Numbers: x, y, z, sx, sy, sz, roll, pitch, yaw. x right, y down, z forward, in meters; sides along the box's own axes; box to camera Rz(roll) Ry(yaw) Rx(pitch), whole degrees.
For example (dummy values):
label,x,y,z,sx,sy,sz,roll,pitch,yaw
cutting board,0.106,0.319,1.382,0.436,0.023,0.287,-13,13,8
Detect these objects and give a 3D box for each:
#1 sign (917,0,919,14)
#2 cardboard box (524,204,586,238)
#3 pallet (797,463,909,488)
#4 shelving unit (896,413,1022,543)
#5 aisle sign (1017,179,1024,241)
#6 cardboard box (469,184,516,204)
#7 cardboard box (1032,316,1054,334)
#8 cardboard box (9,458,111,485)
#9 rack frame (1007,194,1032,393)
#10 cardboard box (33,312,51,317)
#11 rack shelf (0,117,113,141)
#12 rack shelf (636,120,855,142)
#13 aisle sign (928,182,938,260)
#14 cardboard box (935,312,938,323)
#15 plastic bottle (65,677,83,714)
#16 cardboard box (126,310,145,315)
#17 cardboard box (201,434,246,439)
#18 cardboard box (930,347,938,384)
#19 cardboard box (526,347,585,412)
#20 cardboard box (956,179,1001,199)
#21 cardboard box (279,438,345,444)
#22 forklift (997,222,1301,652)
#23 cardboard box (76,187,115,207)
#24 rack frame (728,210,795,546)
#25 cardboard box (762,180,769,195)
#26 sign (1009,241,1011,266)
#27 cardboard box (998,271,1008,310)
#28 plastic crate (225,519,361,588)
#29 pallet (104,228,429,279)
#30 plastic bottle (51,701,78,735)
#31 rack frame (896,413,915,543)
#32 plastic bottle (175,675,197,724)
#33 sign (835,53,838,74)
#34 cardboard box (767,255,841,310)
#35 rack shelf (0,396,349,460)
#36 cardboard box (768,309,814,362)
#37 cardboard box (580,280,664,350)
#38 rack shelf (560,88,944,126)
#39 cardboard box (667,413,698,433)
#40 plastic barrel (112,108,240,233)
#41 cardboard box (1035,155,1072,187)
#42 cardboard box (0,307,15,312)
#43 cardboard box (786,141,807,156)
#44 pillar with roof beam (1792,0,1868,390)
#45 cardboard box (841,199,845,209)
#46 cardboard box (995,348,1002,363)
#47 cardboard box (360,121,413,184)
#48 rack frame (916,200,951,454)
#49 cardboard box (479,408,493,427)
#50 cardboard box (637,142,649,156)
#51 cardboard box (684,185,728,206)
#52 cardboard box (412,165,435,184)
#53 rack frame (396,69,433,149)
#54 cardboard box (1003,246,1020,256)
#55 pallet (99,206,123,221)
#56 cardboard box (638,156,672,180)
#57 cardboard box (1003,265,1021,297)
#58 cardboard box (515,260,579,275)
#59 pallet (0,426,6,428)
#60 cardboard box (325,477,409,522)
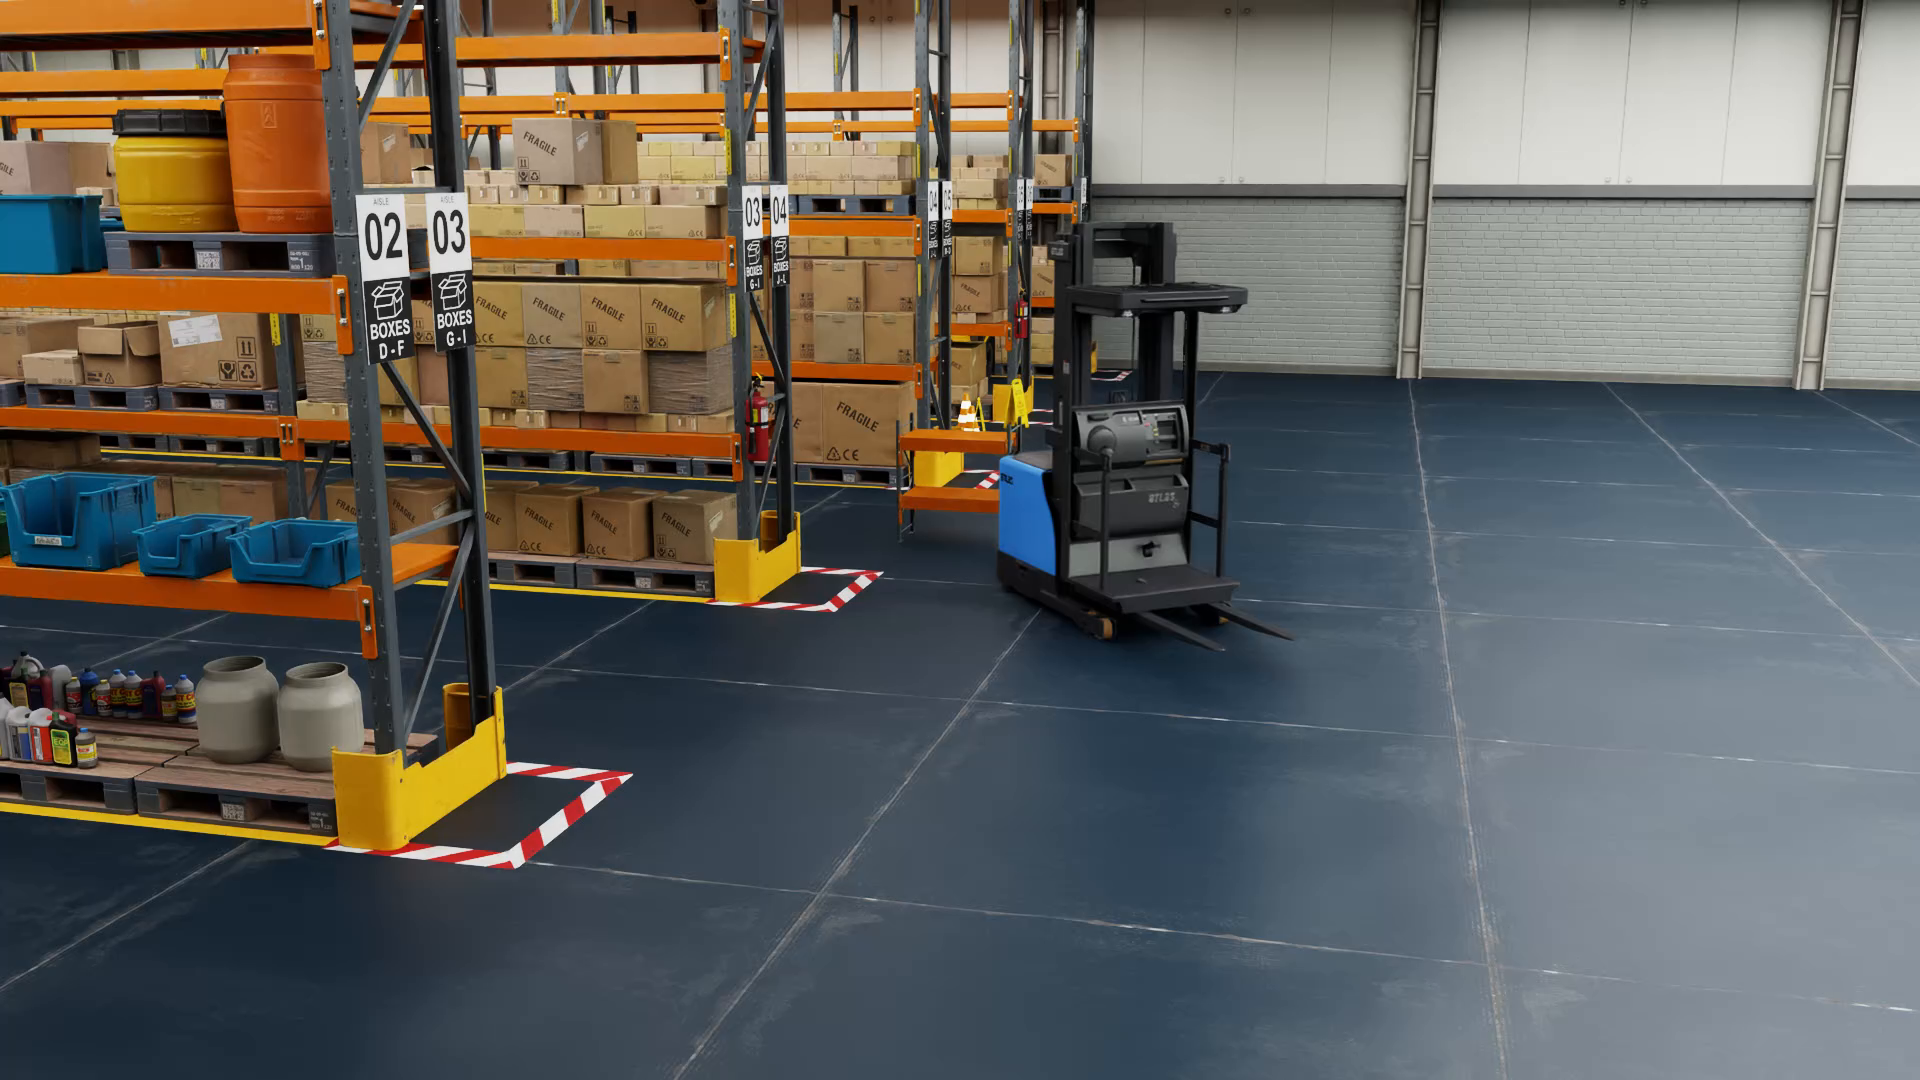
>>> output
label,x,y,z,sx,sy,sz,roll,pitch,yaw
sign,-0.420,-5.441,16.657,0.005,0.325,0.100,3,13,14
cardboard box,-3.073,-2.509,13.055,0.500,0.250,0.500,3,13,15
pallet,-1.072,-0.794,18.342,1.213,0.211,1.003,3,13,14
shelving unit,-0.007,-0.549,15.130,1.048,1.125,0.538,3,13,14
aisle sign,0.802,-4.382,22.072,0.004,0.787,0.394,3,13,14
cardboard box,-3.672,-2.738,13.168,0.250,0.149,0.380,3,13,15
cardboard box,1.475,-3.530,27.304,0.500,0.250,0.500,4,13,15
cardboard box,-8.133,-0.446,15.088,0.500,0.500,0.700,2,13,9
rack frame,0.811,-3.177,22.643,0.127,3.000,1.000,3,13,14
cardboard box,-10.899,-2.678,20.006,0.250,0.149,0.380,3,13,14
rack shelf,-12.781,-6.285,25.389,4.000,0.370,1.077,3,13,14
rack shelf,-3.828,-6.914,28.223,4.000,0.370,1.077,3,13,14
aisle sign,-0.280,-3.333,17.345,0.004,0.787,0.394,3,13,14
cardboard box,-0.376,-3.043,22.620,0.250,0.149,0.380,3,13,15
plastic bottle,-5.161,0.902,9.705,0.097,0.201,0.097,0,13,0
cardboard box,-9.632,-2.756,19.671,0.250,0.149,0.380,3,13,13
cardboard box,-8.745,-1.509,19.930,0.500,0.500,0.500,3,13,13
cardboard box,-0.536,-2.418,22.873,0.500,0.500,0.500,4,13,16
cardboard box,-3.080,-1.357,13.522,0.500,0.500,0.875,3,13,14
cardboard box,0.250,-4.683,22.166,0.500,0.250,0.500,3,13,13
cardboard box,-7.474,-1.602,19.769,0.750,0.750,1.050,3,13,13
forklift,1.371,-0.813,12.149,1.130,2.935,3.031,-6,14,-24
cardboard box,-7.291,-2.932,14.184,0.250,0.166,0.380,3,13,12
rack frame,-1.563,-1.093,13.250,0.127,3.000,1.000,3,13,14
cardboard box,-1.914,-3.738,17.627,0.250,0.149,0.380,3,13,14
sign,0.659,-3.780,21.961,0.005,0.325,0.100,3,13,14
cardboard box,0.418,-3.454,22.973,0.500,0.500,0.500,3,13,13
plastic crate,-3.307,0.058,8.405,0.616,0.251,0.499,3,13,14
pallet,-3.529,-1.487,8.537,1.213,0.211,1.003,3,13,14
plastic bottle,-4.851,1.016,9.002,0.133,0.283,0.061,3,13,14
rack frame,-0.500,-0.576,15.249,0.032,1.125,0.500,3,13,14
plastic bottle,-4.435,0.906,9.522,0.097,0.271,0.097,0,13,0
sign,-2.005,-7.737,27.007,0.005,0.325,0.100,3,13,14
cardboard box,-1.695,-2.825,18.218,0.550,0.550,0.875,3,13,14
rack shelf,-7.388,-1.053,14.731,4.000,0.370,1.077,3,13,14
cardboard box,-1.700,-2.293,18.313,0.550,0.550,0.875,3,13,14
cardboard box,-2.643,-1.776,13.104,0.500,0.500,0.500,3,13,14
rack shelf,-2.218,-4.617,17.866,4.000,0.370,1.077,3,13,14
cardboard box,-2.132,-0.954,13.207,0.250,0.149,0.380,3,13,14
plastic barrel,-3.887,-1.845,8.310,0.600,0.588,0.600,0,13,0
cardboard box,1.509,-5.959,26.829,0.500,0.500,0.500,3,13,15
cardboard box,-11.403,-2.851,20.097,0.250,0.149,0.380,3,13,12
cardboard box,-1.670,-4.114,17.482,0.250,0.149,0.380,3,13,14
pillar with roof beam,12.156,-5.847,20.828,0.400,9.000,9.100,3,13,14
cardboard box,-1.598,-4.573,22.590,0.250,0.149,0.380,3,13,12
cardboard box,0.501,-3.097,27.662,0.500,0.250,0.500,3,13,14
cardboard box,-4.948,-3.233,13.900,0.500,0.500,0.500,3,13,12
rack frame,-0.276,-2.130,17.927,0.127,3.000,1.000,3,13,14
cardboard box,-3.850,-1.028,13.539,0.250,0.149,0.380,3,13,14
cardboard box,-3.394,-4.206,17.897,0.250,0.149,0.380,3,13,13
cardboard box,-1.907,-2.627,12.667,0.250,0.149,0.380,3,13,14
cardboard box,-5.914,-4.057,18.693,0.500,0.311,0.500,3,13,11
rack frame,-9.653,-7.772,29.505,0.127,3.000,1.000,3,13,14
cardboard box,0.867,-4.748,27.311,0.250,0.149,0.380,3,13,14
pallet,-7.028,-2.781,14.366,1.003,0.211,1.213,3,13,14
cardboard box,-3.262,-4.018,17.969,0.500,0.250,0.500,3,13,13
cardboard box,0.955,-4.269,27.334,0.500,0.500,0.500,3,13,15
cardboard box,-4.643,-2.899,18.854,0.500,0.500,0.700,3,13,13
pallet,-12.587,-1.419,21.160,1.213,0.211,1.003,3,13,14
cardboard box,-5.068,-0.256,14.279,0.500,0.500,0.500,3,13,12
